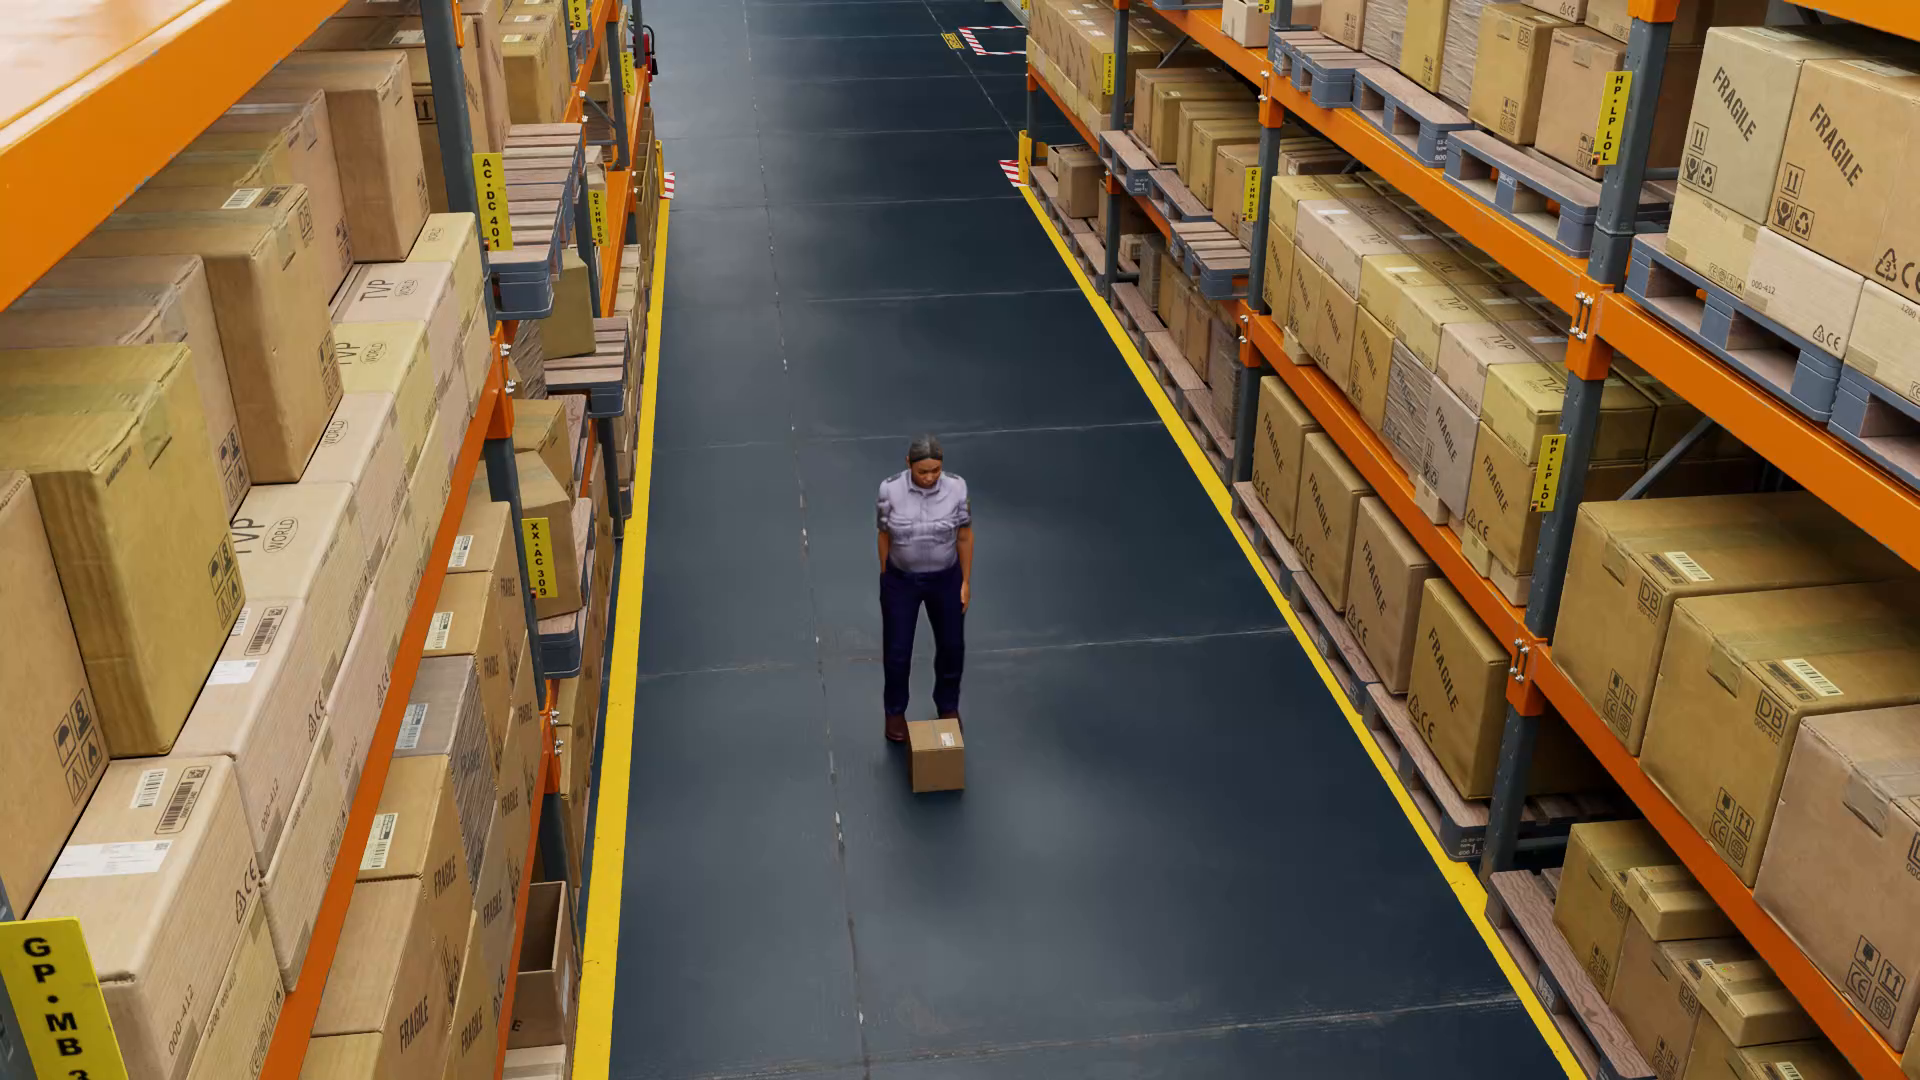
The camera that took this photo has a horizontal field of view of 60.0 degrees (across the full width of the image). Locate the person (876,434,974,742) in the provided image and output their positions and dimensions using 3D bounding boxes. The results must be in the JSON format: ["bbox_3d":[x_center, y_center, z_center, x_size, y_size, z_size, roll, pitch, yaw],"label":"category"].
[{"bbox_3d":[-0.167,0.222,8.222,0.476,1.637,0.339,-3,27,-6],"label":"person"}]
